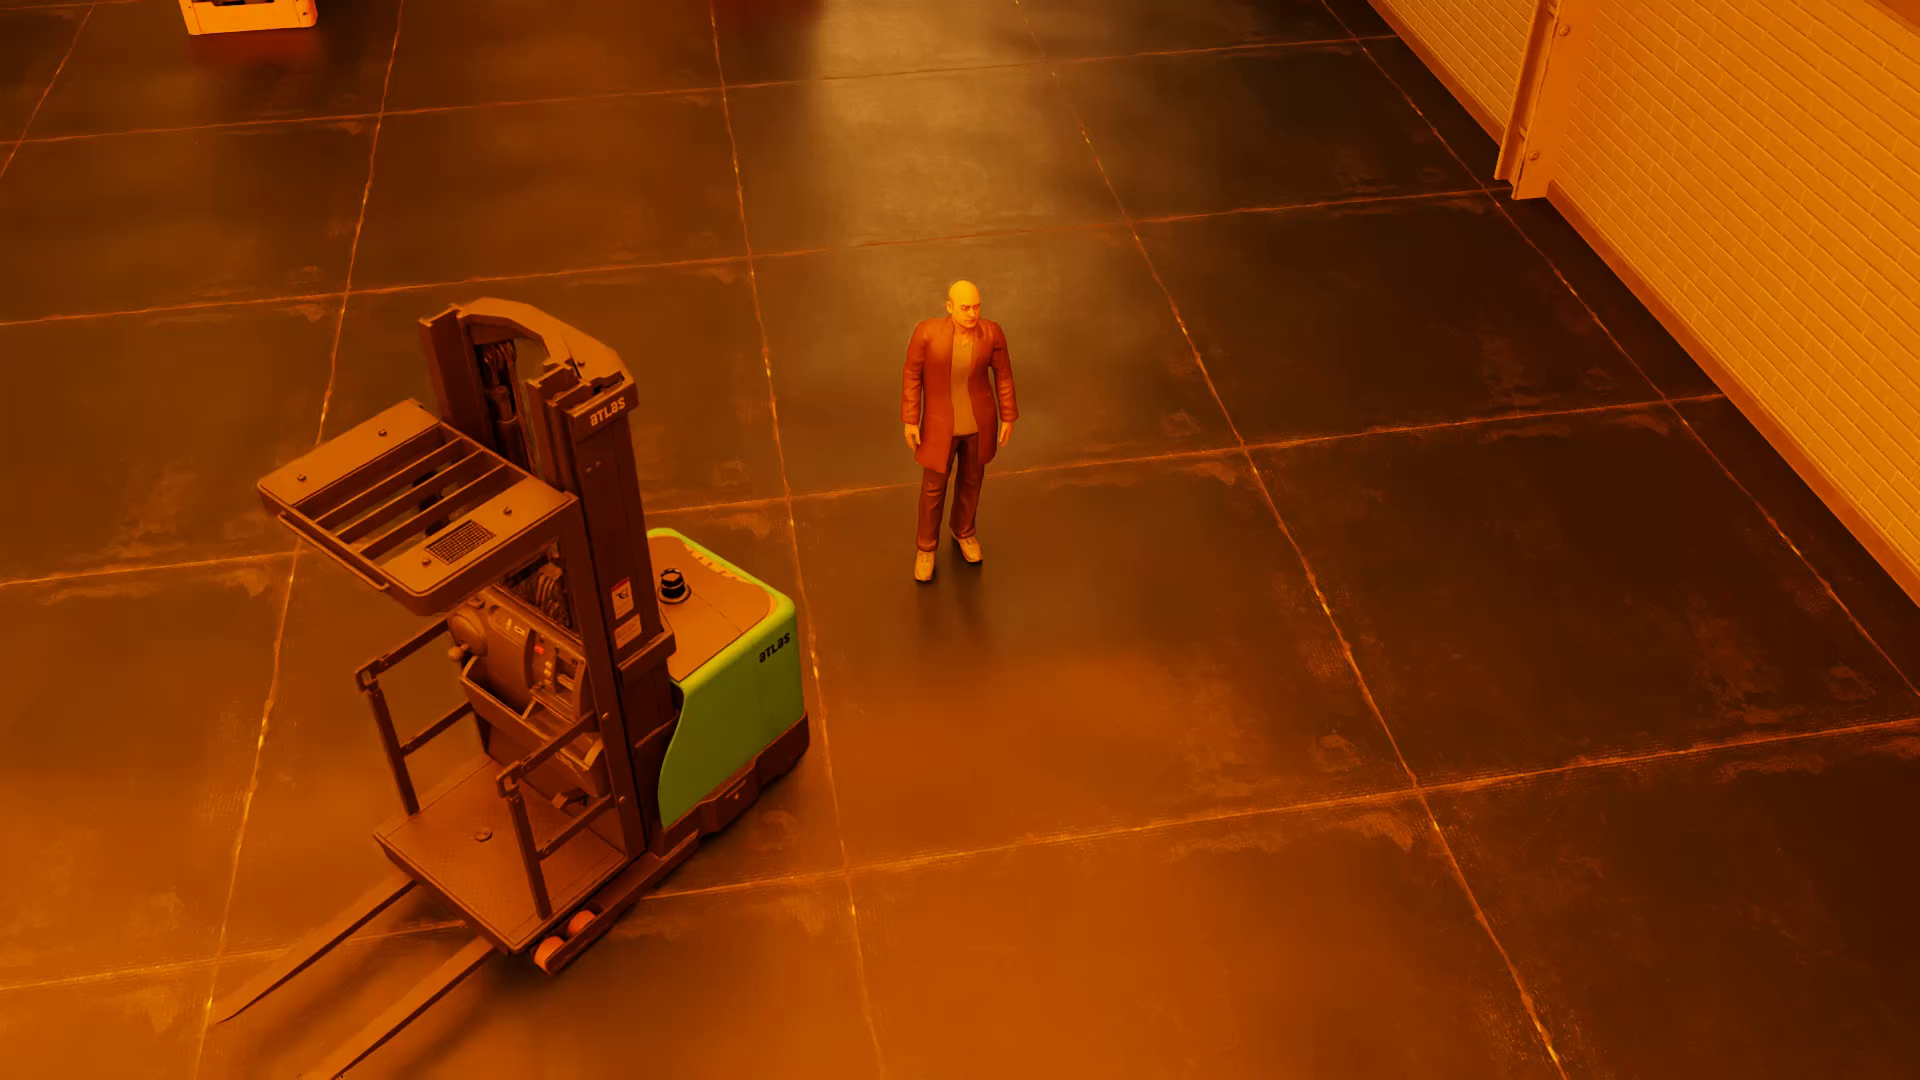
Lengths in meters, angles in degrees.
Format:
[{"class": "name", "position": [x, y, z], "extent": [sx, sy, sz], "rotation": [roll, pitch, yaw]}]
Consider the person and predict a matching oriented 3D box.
[{"class": "person", "position": [0.011, -0.625, 9.571], "extent": [0.694, 1.776, 0.582], "rotation": [-7, 41, -8]}]

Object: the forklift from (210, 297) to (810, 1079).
[{"class": "forklift", "position": [-2.119, 0.547, 7.314], "extent": [1.130, 2.935, 3.031], "rotation": [28, 48, 29]}]
